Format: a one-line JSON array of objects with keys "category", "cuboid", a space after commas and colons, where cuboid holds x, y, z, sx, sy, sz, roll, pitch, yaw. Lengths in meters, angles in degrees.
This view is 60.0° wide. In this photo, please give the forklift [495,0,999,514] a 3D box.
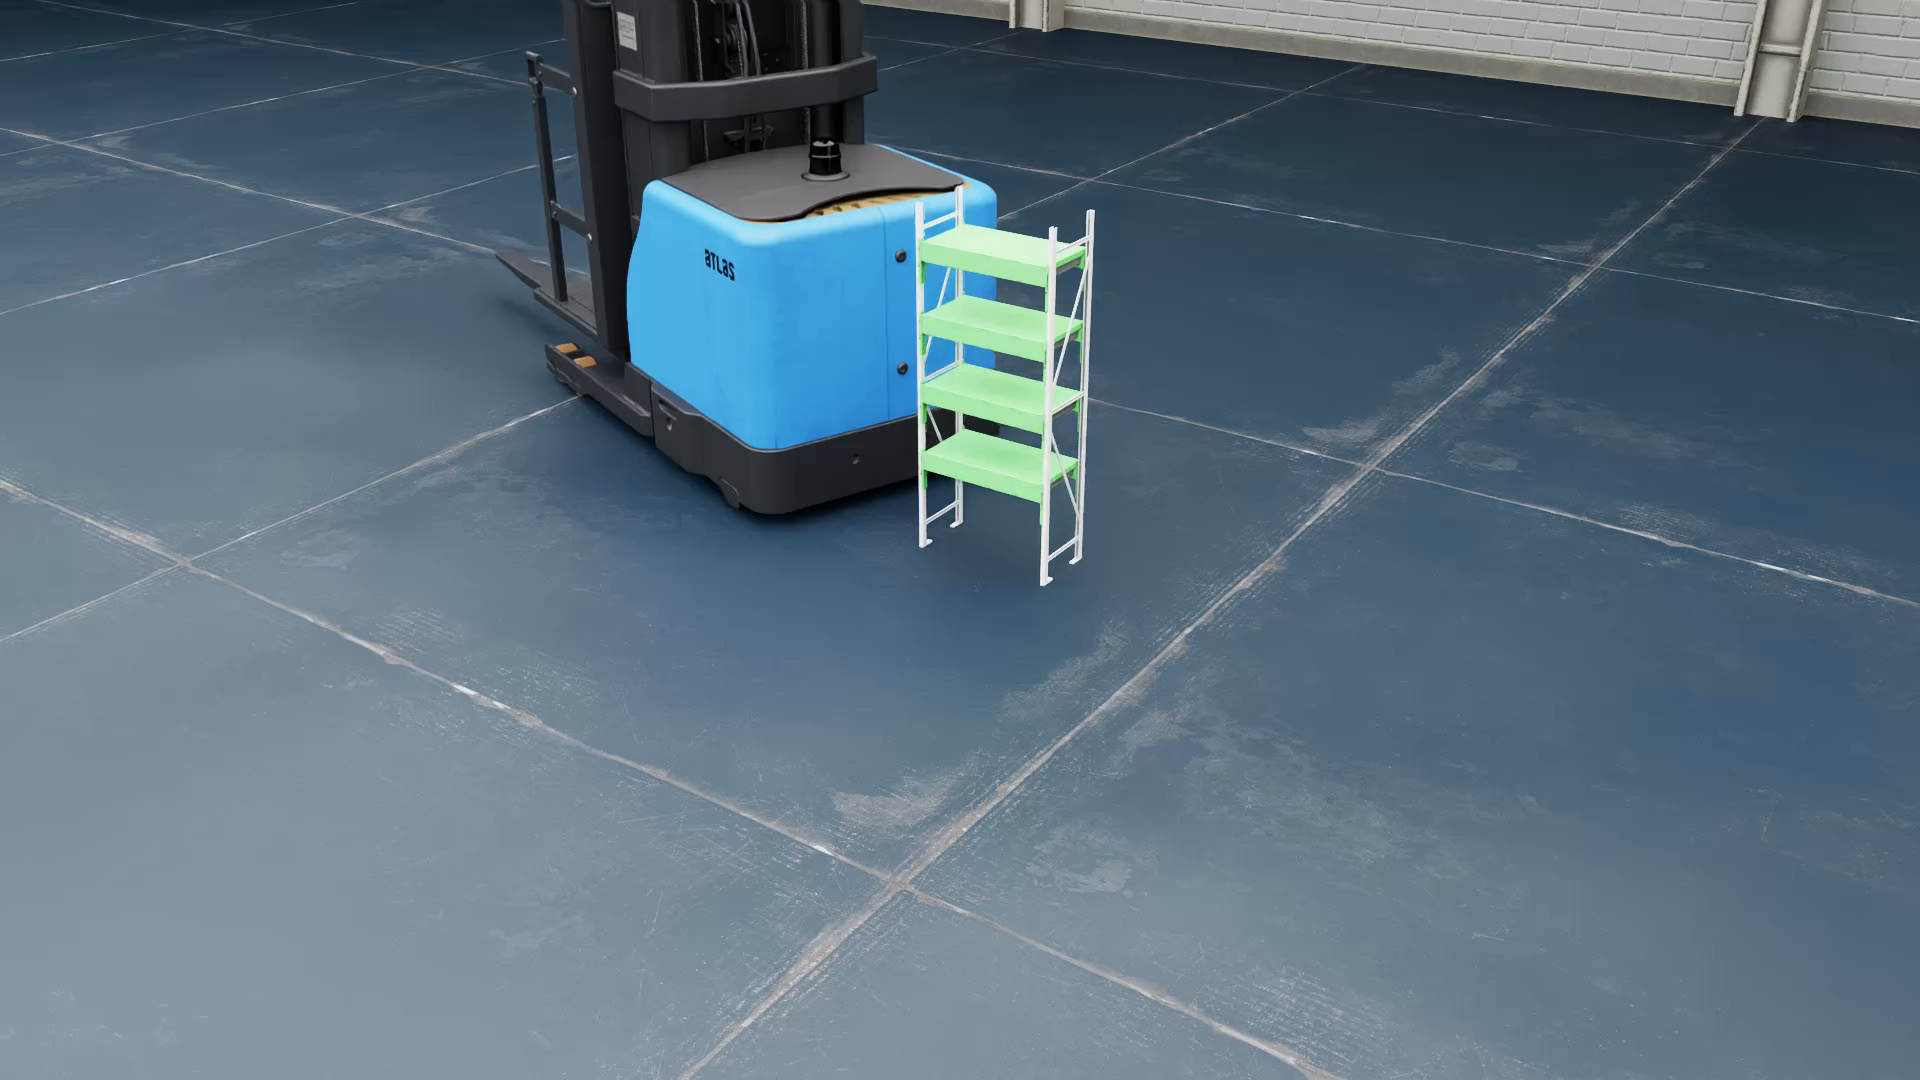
[{"category": "forklift", "cuboid": [-1.100, -2.012, 6.472, 1.130, 2.935, 3.031, -17, 32, -30]}]

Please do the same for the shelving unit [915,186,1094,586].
[{"category": "shelving unit", "cuboid": [0.136, -0.492, 5.394, 0.503, 1.200, 0.258, 17, 32, 30]}]

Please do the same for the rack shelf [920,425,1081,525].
[{"category": "rack shelf", "cuboid": [0.136, -0.221, 5.532, 0.480, 0.148, 0.258, 17, 32, 30]}]

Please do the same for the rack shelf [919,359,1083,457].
[{"category": "rack shelf", "cuboid": [0.136, -0.435, 5.423, 0.480, 0.148, 0.258, 17, 32, 30]}]

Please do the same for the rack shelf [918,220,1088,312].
[{"category": "rack shelf", "cuboid": [0.136, -0.863, 5.206, 0.480, 0.148, 0.258, 17, 32, 30]}]

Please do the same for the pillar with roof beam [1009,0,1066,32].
[{"category": "pillar with roof beam", "cuboid": [-1.759, -6.902, 9.390, 0.400, 9.000, 9.100, 17, 32, 30]}]

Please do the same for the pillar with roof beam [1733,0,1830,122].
[{"category": "pillar with roof beam", "cuboid": [3.187, -5.361, 6.363, 0.400, 9.000, 9.100, 17, 32, 30]}]

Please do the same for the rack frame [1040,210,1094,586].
[{"category": "rack frame", "cuboid": [0.338, -0.430, 5.271, 0.015, 1.200, 0.240, 17, 32, 30]}]

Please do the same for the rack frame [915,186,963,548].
[{"category": "rack frame", "cuboid": [-0.065, -0.555, 5.517, 0.015, 1.200, 0.240, 17, 32, 30]}]

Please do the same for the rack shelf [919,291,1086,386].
[{"category": "rack shelf", "cuboid": [0.136, -0.649, 5.314, 0.480, 0.148, 0.258, 17, 32, 30]}]
